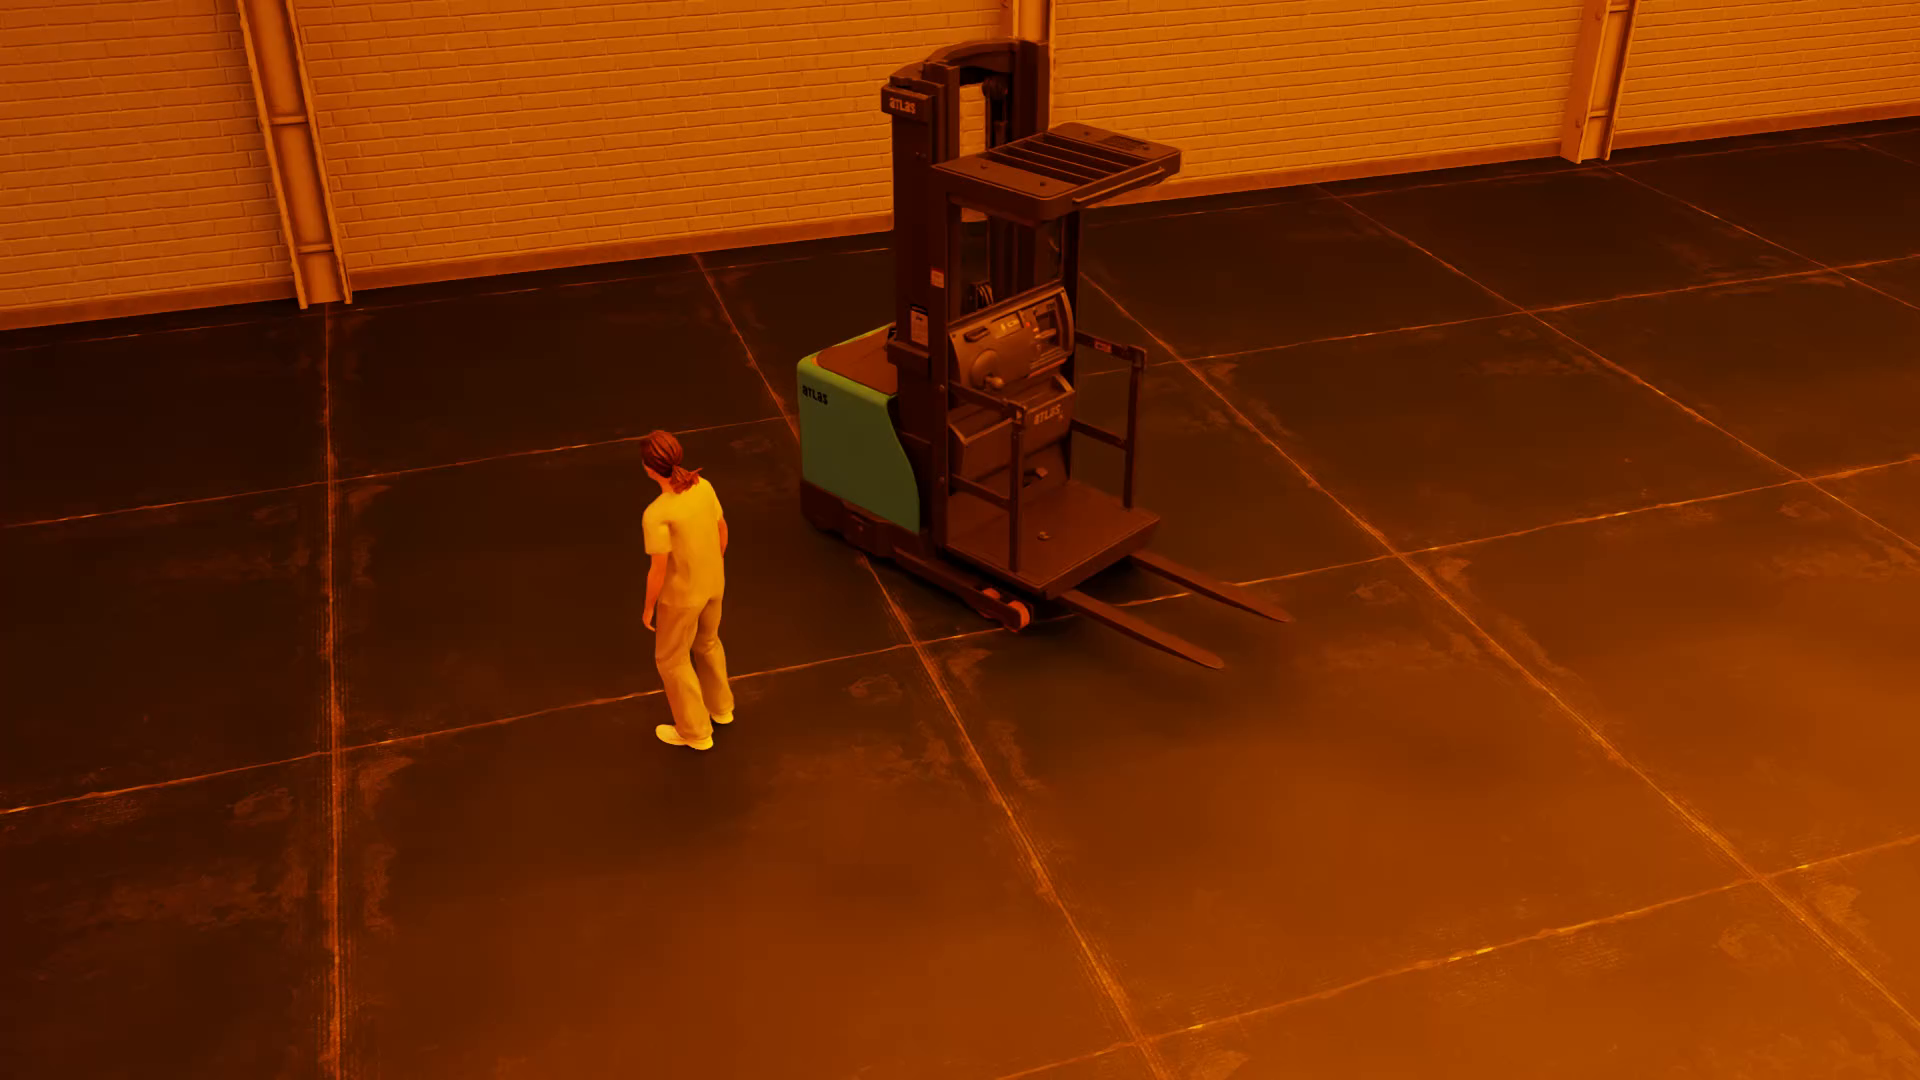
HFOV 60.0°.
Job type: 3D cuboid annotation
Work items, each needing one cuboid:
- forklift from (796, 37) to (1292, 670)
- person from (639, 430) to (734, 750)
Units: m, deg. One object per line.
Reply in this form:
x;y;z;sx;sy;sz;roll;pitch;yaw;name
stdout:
0.443;-1.061;8.931;3.031;2.935;1.130;25;38;37;forklift
-1.326;0.234;7.946;0.387;1.670;0.540;18;34;28;person
